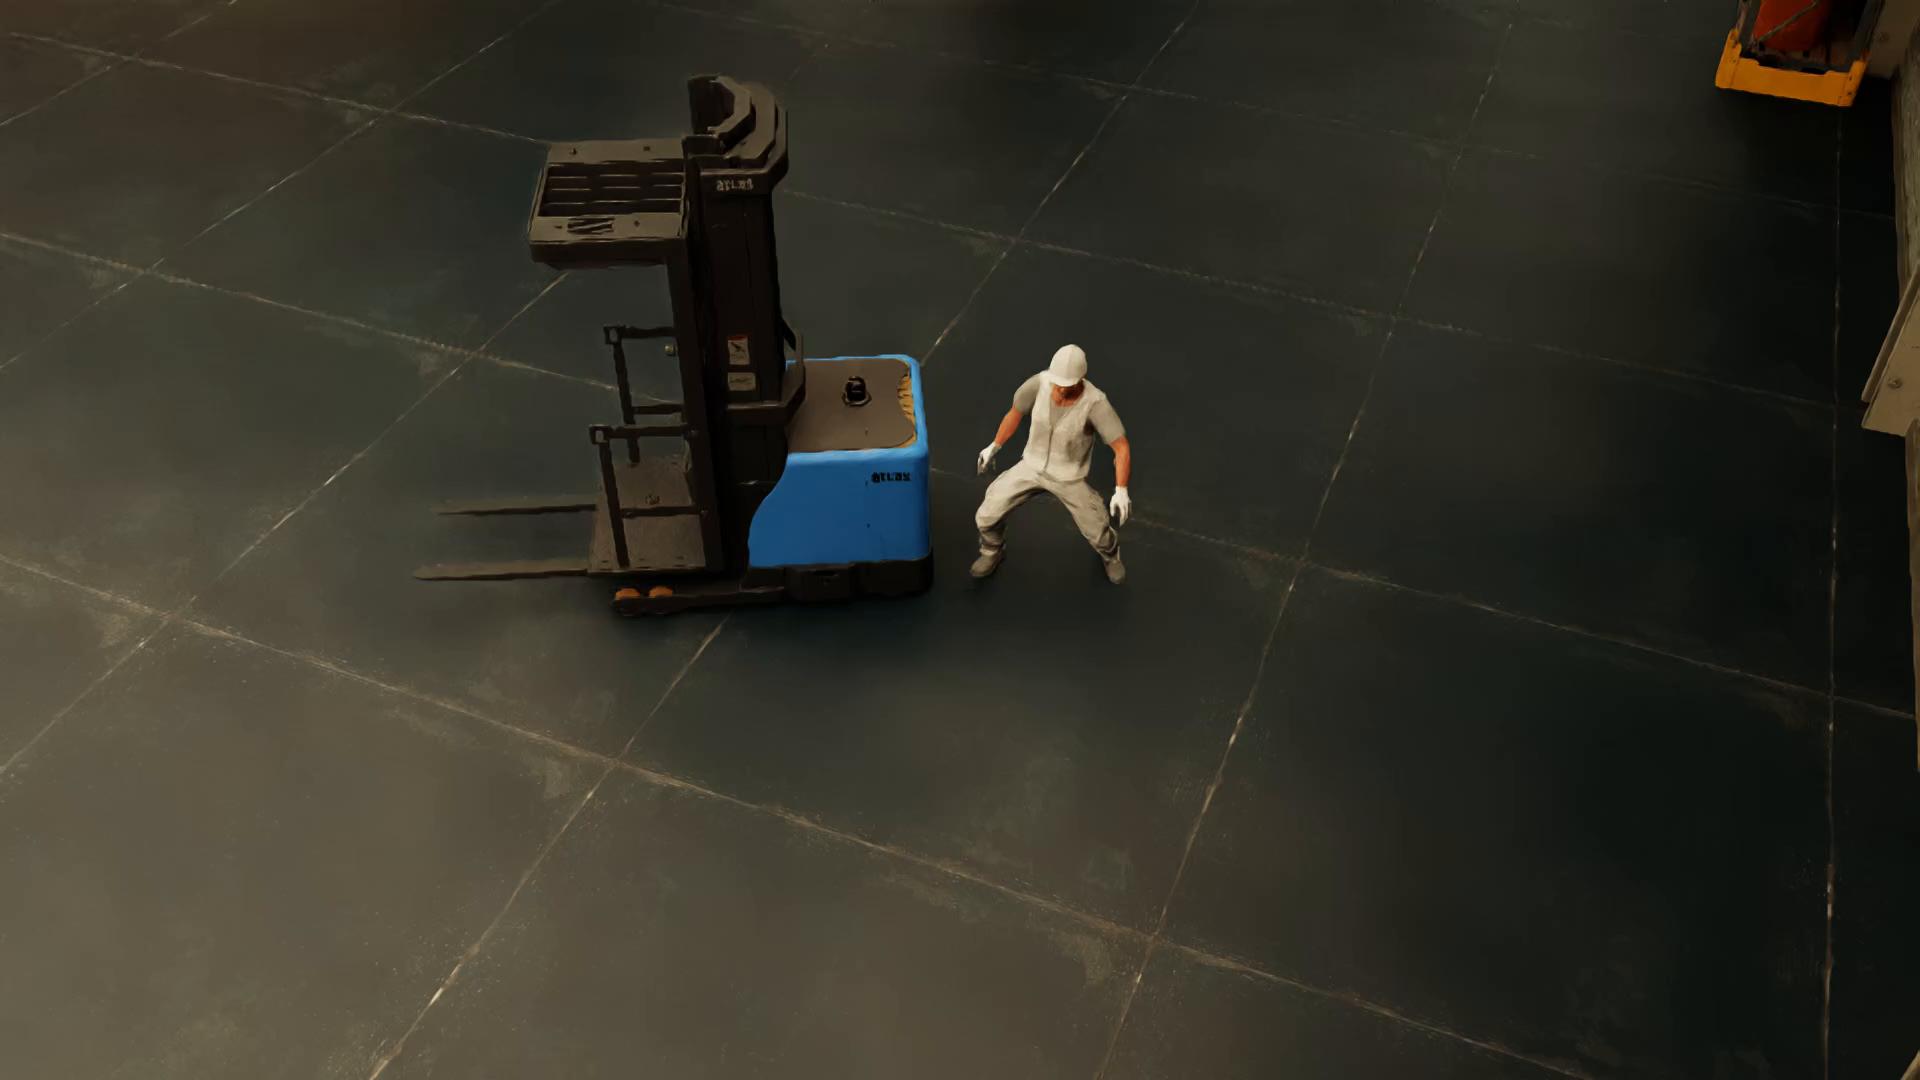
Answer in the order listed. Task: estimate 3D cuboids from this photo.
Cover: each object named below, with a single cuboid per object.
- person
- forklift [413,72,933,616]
[{"bbox_3d":[0.588,-0.404,9.520,0.996,1.643,0.703,18,43,21],"label":"person"},{"bbox_3d":[-1.706,-1.033,9.240,3.031,2.935,1.130,-3,40,-4],"label":"forklift"}]
